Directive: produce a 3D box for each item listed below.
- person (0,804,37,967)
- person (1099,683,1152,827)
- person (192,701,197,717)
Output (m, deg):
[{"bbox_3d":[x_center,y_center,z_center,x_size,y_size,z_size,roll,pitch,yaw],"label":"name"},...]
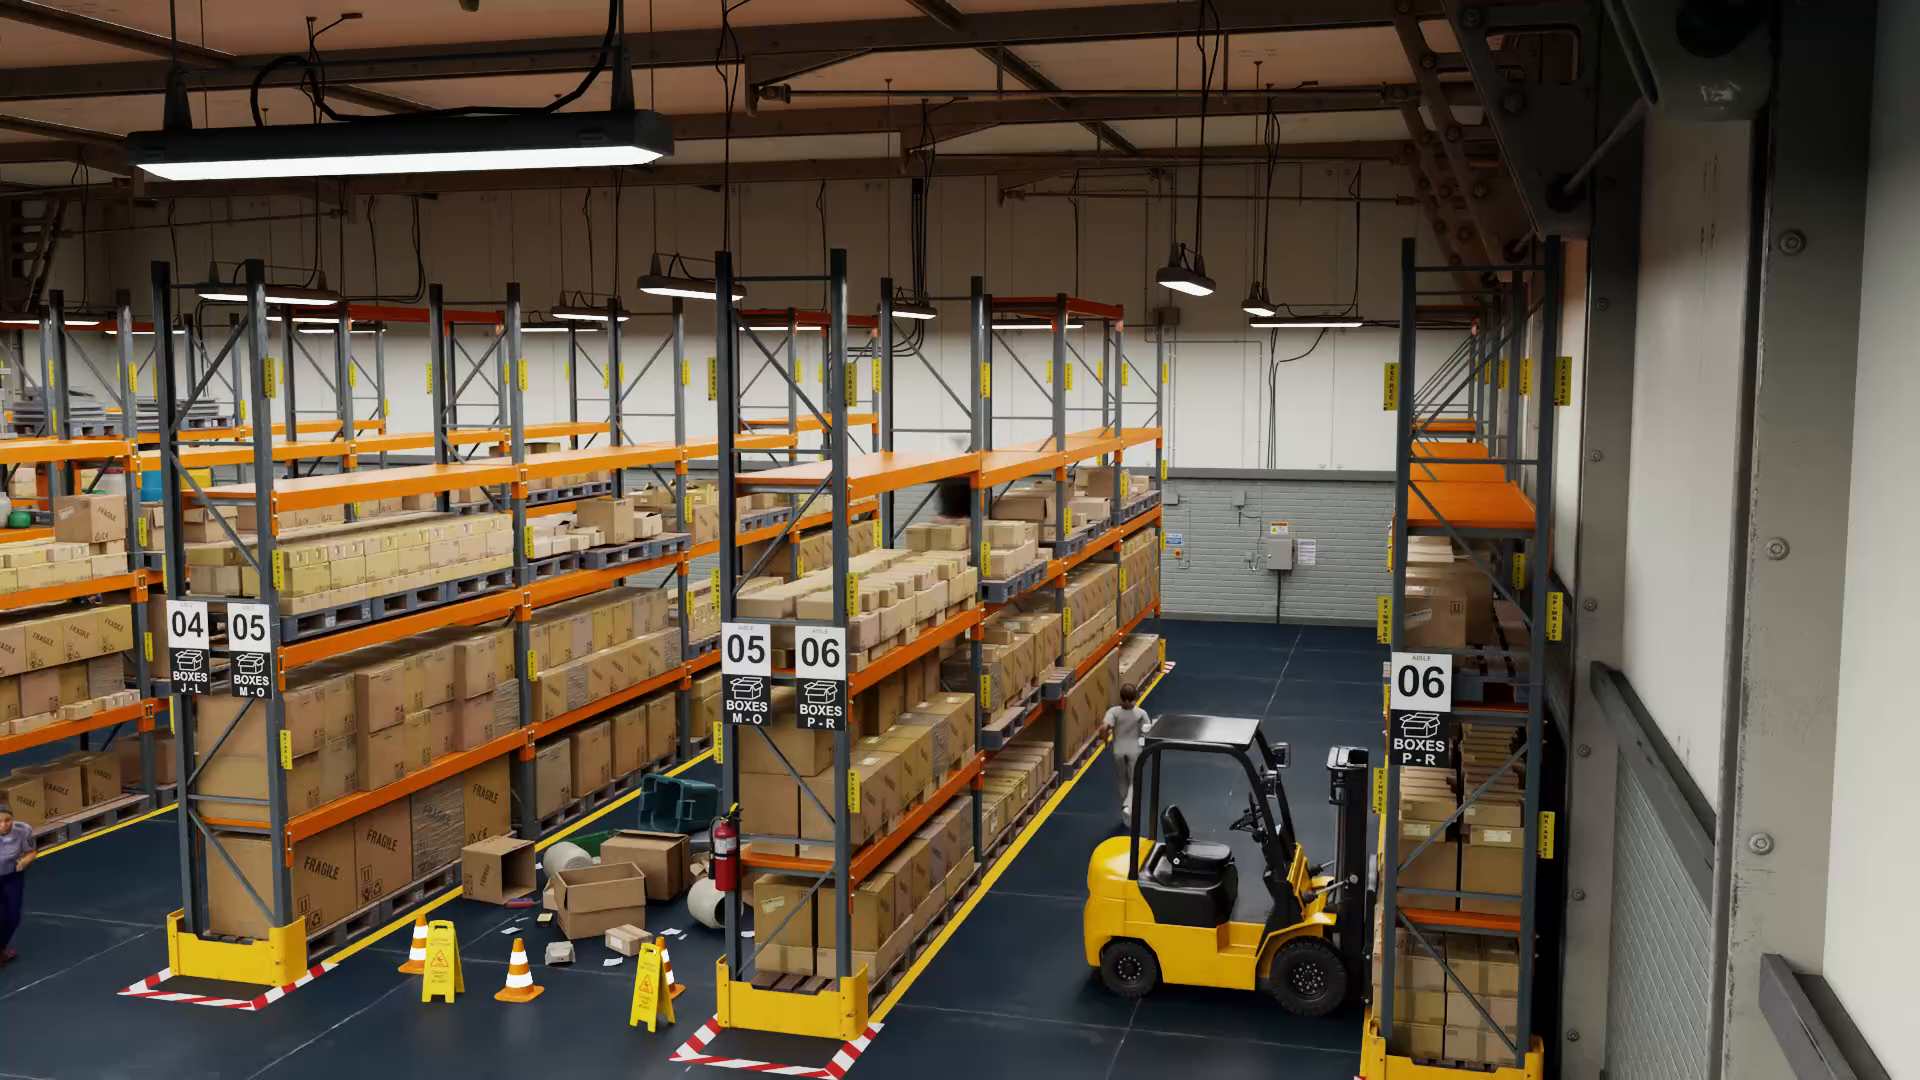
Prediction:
[{"bbox_3d":[-8.210,2.928,14.129,0.646,1.488,0.889,-5,8,-40],"label":"person"},{"bbox_3d":[1.848,2.391,18.454,0.566,1.640,0.903,2,6,14],"label":"person"},{"bbox_3d":[-10.615,1.870,23.145,0.595,1.775,0.833,2,7,22],"label":"person"}]
